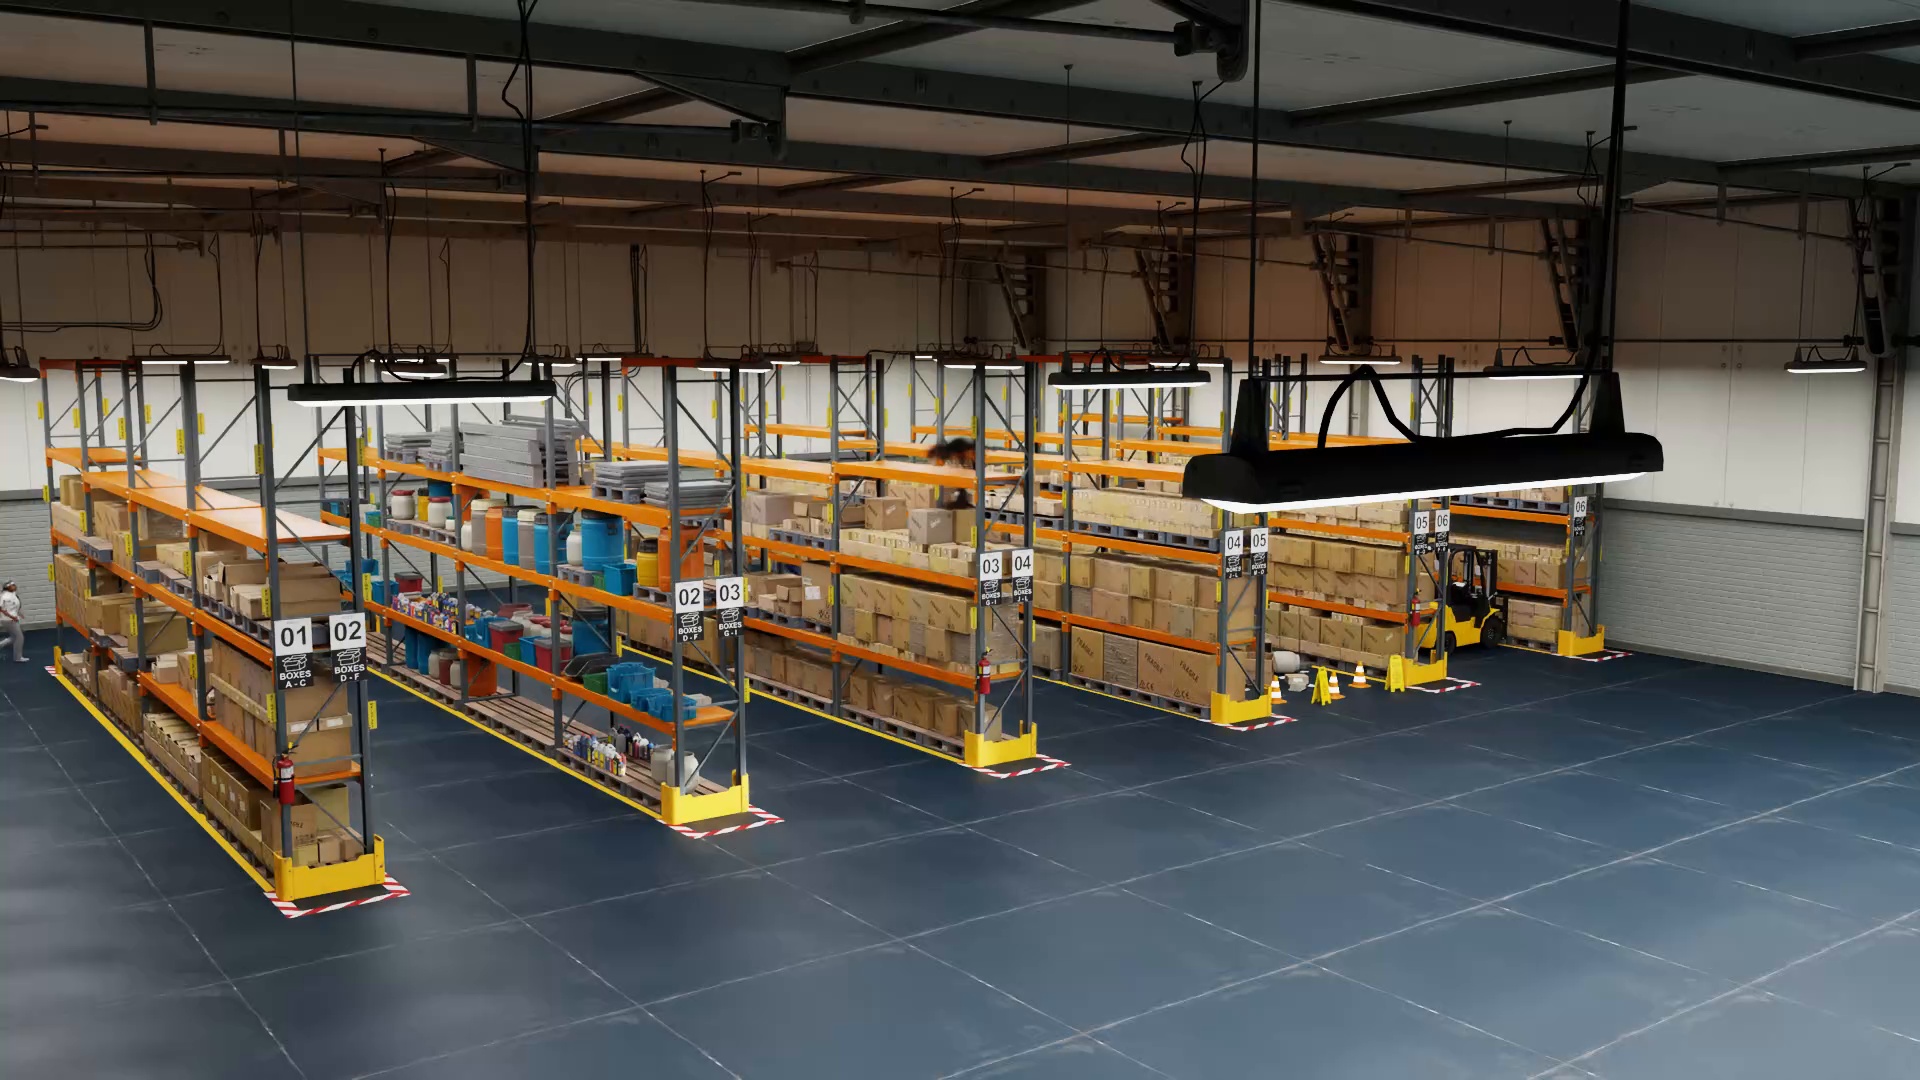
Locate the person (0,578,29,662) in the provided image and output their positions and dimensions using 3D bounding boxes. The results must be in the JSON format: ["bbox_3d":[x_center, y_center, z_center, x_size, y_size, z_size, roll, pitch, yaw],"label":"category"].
[{"bbox_3d":[-18.736,1.586,32.720,0.643,1.674,0.588,-3,7,-21],"label":"person"}]

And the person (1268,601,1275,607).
[{"bbox_3d":[6.990,1.219,35.868,0.573,1.640,0.940,-7,9,-44],"label":"person"}]

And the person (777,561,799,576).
[{"bbox_3d":[-4.592,0.305,43.416,0.615,1.686,0.820,6,9,39],"label":"person"}]

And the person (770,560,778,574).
[{"bbox_3d":[-4.719,0.474,41.842,0.930,1.643,0.618,-1,7,-12],"label":"person"}]
